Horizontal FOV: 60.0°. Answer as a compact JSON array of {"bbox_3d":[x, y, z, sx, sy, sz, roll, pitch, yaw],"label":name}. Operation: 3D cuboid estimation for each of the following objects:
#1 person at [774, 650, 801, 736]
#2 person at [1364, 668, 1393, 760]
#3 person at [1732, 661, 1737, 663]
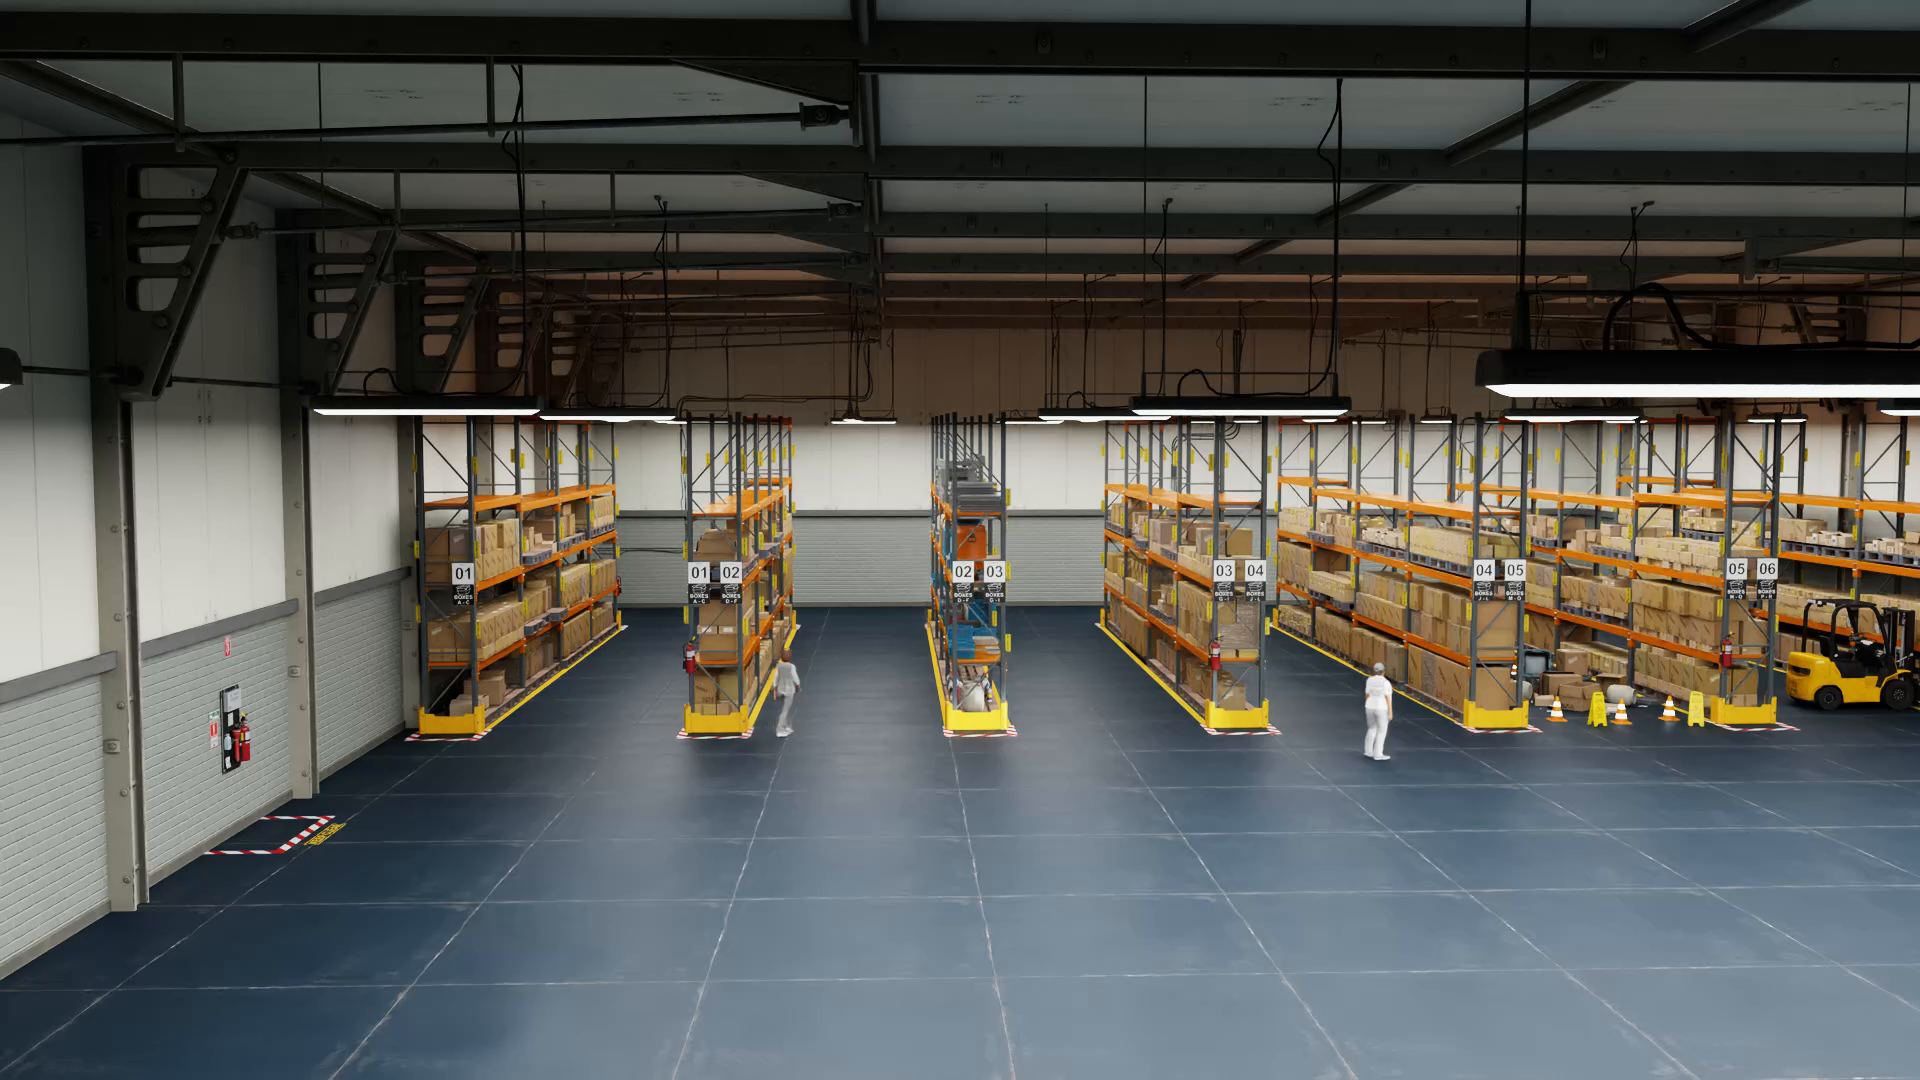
[{"bbox_3d":[-3.188,2.838,30.784,0.411,1.607,0.715,2,5,31],"label":"person"},{"bbox_3d":[7.241,2.976,28.683,0.383,1.691,0.580,-3,5,-35],"label":"person"},{"bbox_3d":[17.054,2.370,37.049,0.575,1.651,0.871,0,4,-7],"label":"person"}]
